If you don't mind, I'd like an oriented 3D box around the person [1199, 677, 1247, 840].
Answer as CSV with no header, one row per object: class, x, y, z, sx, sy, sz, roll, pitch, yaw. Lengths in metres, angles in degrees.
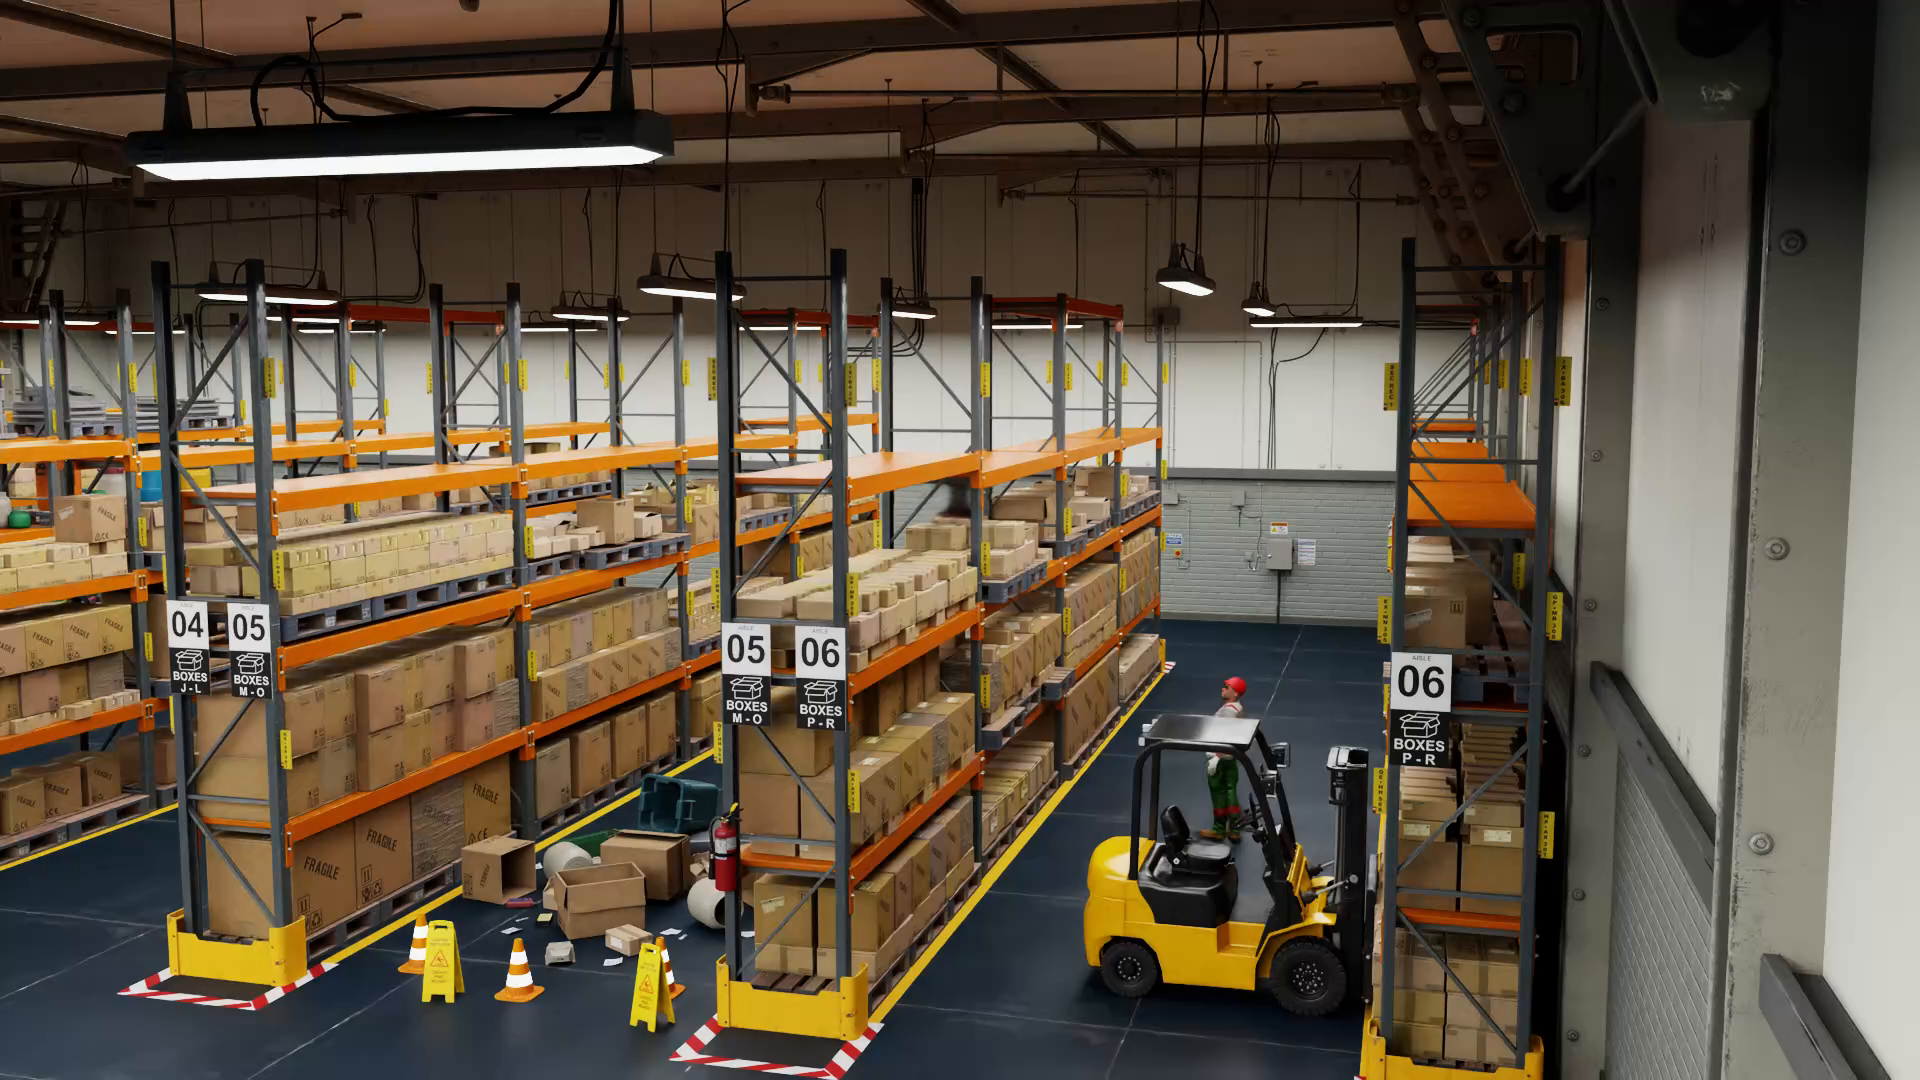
person,2.859,2.374,18.135,0.482,1.777,0.620,6,8,43
